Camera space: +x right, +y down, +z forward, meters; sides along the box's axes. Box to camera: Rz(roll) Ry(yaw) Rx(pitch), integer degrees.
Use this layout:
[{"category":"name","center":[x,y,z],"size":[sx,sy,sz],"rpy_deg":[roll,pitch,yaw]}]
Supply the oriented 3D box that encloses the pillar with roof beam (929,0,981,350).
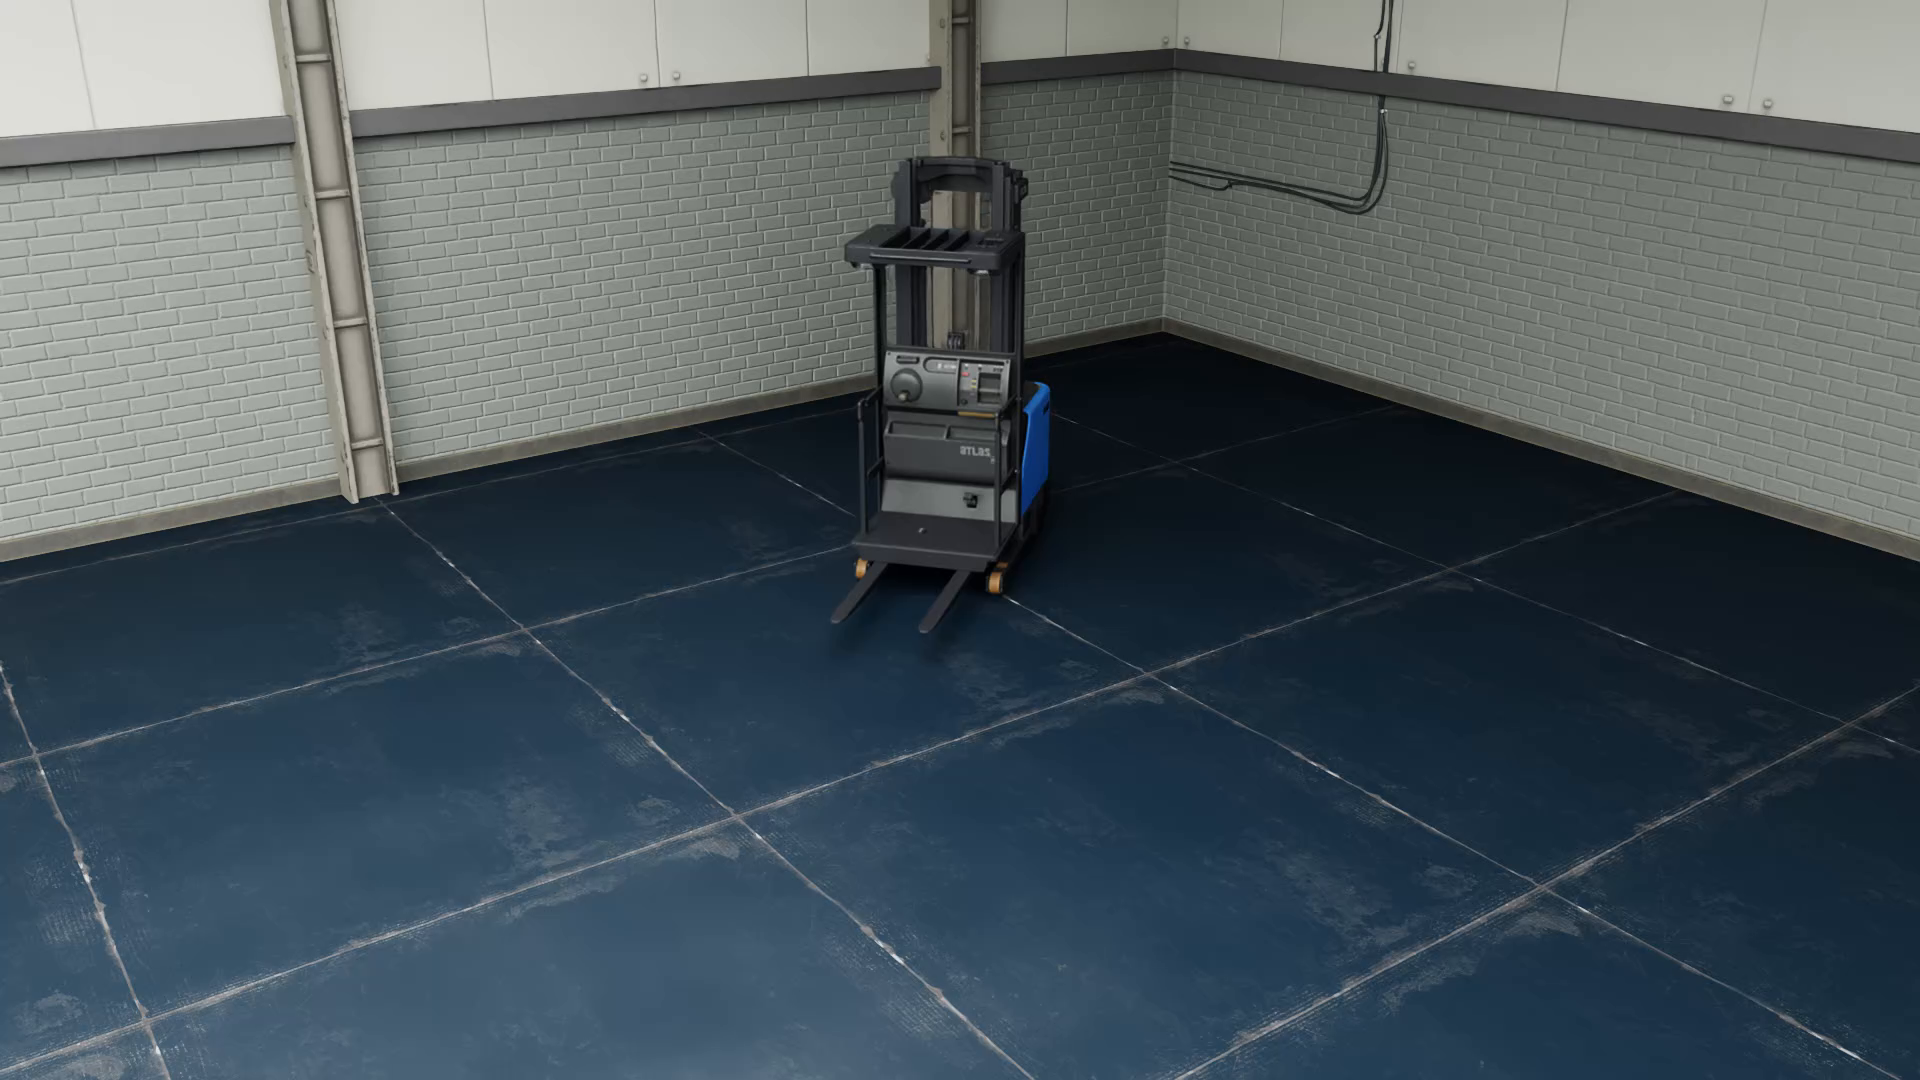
[{"category":"pillar with roof beam","center":[2.468,-4.570,12.207],"size":[0.400,9.000,9.100],"rpy_deg":[-15,26,-33]}]

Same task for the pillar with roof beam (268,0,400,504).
[{"category":"pillar with roof beam","center":[-2.402,-3.271,8.952],"size":[0.400,9.000,9.100],"rpy_deg":[-15,26,-33]}]

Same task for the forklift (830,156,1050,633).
[{"category":"forklift","center":[-0.146,-1.128,11.767],"size":[1.130,2.935,3.031],"rpy_deg":[6,22,14]}]

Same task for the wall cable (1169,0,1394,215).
[{"category":"wall cable","center":[3.117,-4.663,16.629],"size":[0.112,2.526,3.097],"rpy_deg":[-15,26,-33]}]
